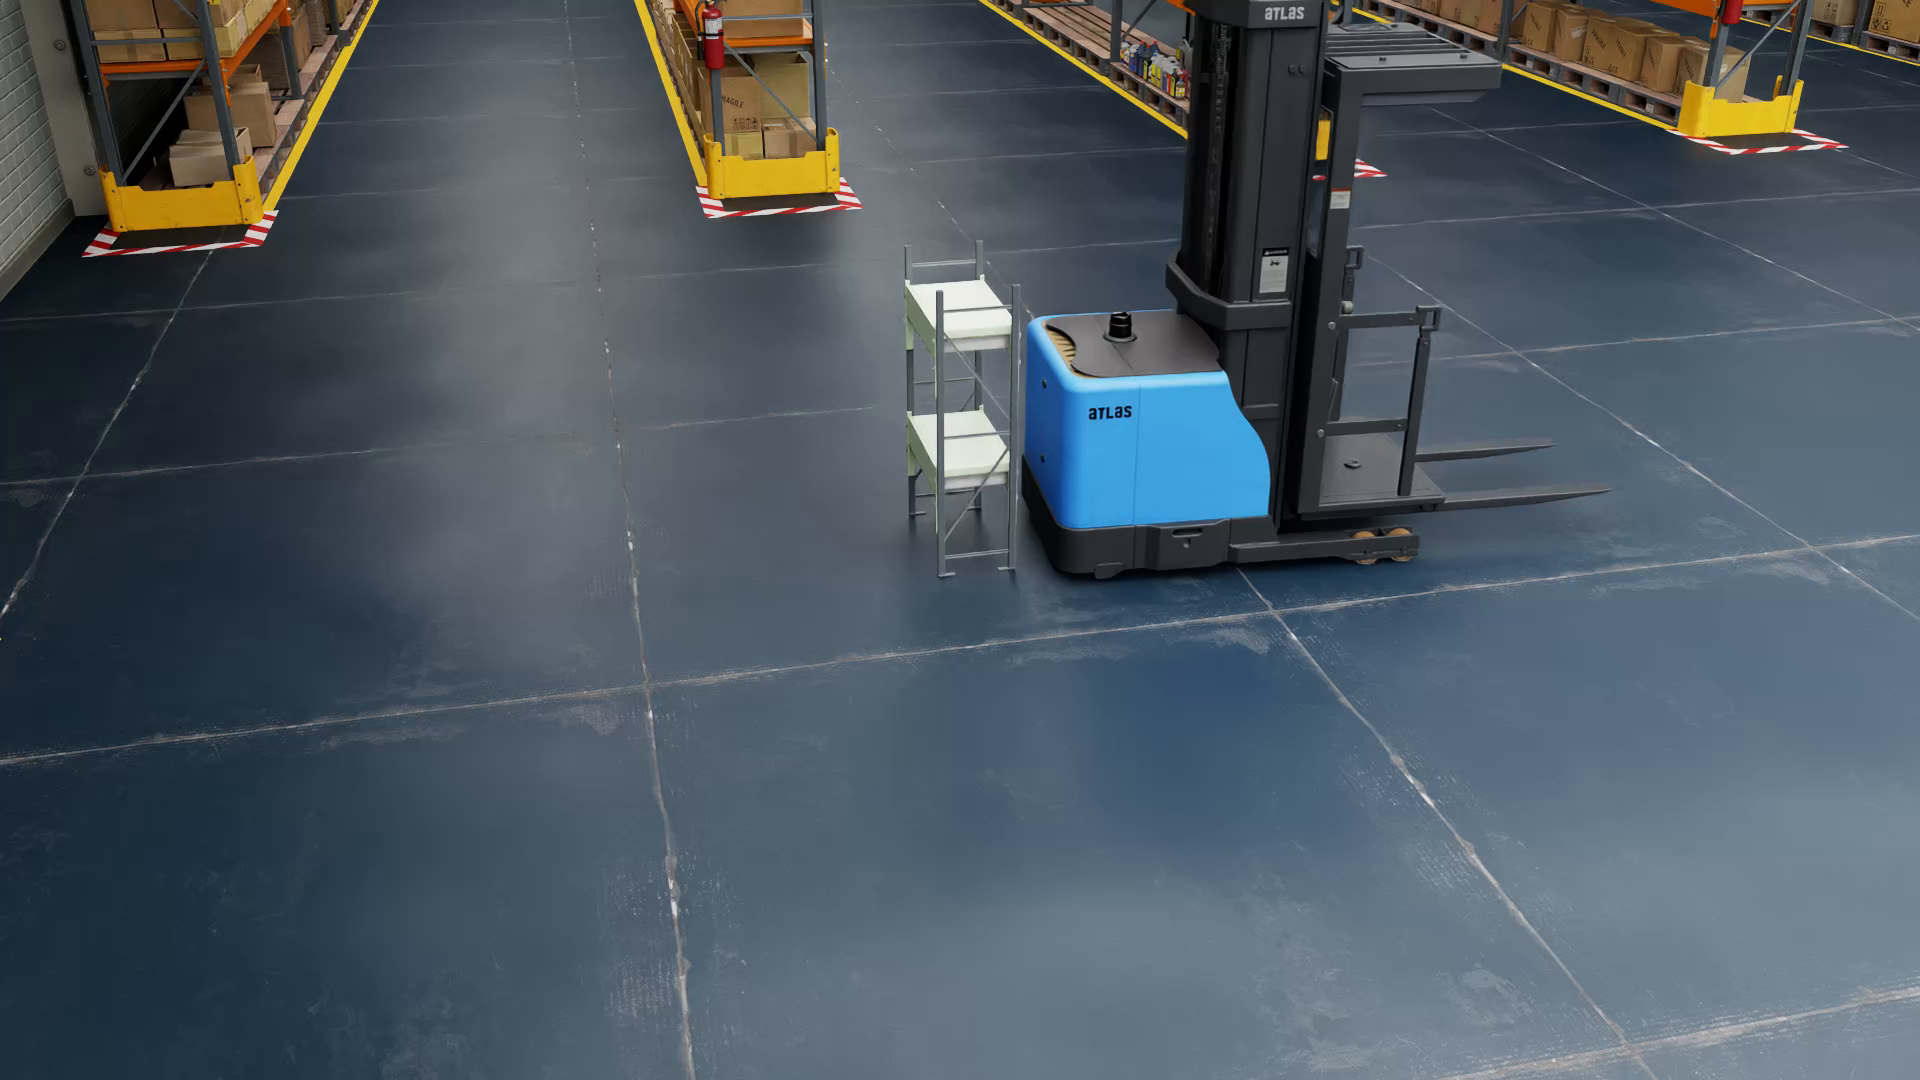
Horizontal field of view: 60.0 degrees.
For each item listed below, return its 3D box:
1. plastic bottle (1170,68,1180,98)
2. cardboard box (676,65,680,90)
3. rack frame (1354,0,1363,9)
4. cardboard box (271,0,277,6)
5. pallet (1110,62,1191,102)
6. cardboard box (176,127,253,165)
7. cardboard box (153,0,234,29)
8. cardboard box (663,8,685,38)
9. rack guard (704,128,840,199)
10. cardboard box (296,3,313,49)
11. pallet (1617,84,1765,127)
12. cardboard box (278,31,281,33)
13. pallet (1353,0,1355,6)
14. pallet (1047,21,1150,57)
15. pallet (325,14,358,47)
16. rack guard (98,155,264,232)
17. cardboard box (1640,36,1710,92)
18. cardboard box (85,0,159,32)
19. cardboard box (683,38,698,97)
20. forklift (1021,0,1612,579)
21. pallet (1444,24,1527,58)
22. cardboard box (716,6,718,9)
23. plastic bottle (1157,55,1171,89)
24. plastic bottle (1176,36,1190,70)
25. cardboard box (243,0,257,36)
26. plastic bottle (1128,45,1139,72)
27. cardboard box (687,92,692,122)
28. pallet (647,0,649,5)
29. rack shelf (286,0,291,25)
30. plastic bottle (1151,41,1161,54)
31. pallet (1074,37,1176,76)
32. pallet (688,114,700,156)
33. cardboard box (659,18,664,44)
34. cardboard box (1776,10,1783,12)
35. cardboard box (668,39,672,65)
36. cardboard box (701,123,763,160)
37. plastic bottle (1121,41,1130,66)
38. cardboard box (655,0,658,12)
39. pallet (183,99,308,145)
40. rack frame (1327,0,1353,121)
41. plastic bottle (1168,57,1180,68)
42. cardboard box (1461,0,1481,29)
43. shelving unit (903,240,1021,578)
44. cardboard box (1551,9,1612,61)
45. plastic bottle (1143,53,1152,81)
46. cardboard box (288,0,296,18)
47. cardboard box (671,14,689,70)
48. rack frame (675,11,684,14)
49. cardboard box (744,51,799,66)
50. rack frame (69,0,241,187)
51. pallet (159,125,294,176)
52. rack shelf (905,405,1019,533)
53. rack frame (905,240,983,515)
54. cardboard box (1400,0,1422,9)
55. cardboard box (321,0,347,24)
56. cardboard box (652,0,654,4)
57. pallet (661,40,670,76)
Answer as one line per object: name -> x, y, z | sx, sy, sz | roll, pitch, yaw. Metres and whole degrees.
plastic bottle -> 2.258, -4.797, 17.451 | 0.061, 0.283, 0.133 | -5, 27, -10
cardboard box -> -2.776, -4.982, 17.877 | 0.500, 0.250, 0.500 | -6, 27, -12
rack frame -> 6.166, -9.017, 23.285 | 1.000, 3.000, 0.127 | -6, 27, -12
cardboard box -> -6.904, -5.297, 16.060 | 0.500, 0.250, 0.500 | -6, 27, -11
pallet -> 2.352, -5.214, 18.845 | 1.003, 0.211, 1.213 | -6, 27, -12
cardboard box -> -6.706, -3.555, 14.960 | 0.500, 0.311, 0.500 | -4, 27, -7
cardboard box -> -6.324, -4.513, 13.673 | 0.500, 0.500, 0.500 | -6, 27, -12
cardboard box -> -3.189, -6.062, 19.395 | 0.500, 0.311, 0.500 | -6, 27, -12
rack guard -> -1.678, -3.374, 14.880 | 1.175, 0.500, 0.348 | -6, 27, -12
cardboard box -> -8.096, -6.039, 19.673 | 0.700, 0.500, 0.500 | -6, 27, -12
pallet -> 7.803, -4.653, 17.735 | 1.003, 0.211, 1.213 | -6, 27, -12
cardboard box -> -7.758, -5.375, 18.357 | 0.700, 0.500, 0.500 | -6, 27, -13
pallet -> 6.062, -8.126, 24.614 | 1.003, 0.211, 1.213 | -6, 27, -12
pallet -> 1.748, -6.390, 21.176 | 1.003, 0.211, 1.213 | -6, 27, -12
pallet -> -8.416, -6.617, 21.625 | 1.003, 0.211, 1.213 | -6, 27, -12
rack guard -> -6.526, -2.913, 13.967 | 1.175, 0.500, 0.348 | -6, 27, -12
cardboard box -> 7.676, -5.111, 17.855 | 0.500, 0.500, 0.500 | 1, 27, 2
cardboard box -> -6.822, -4.458, 13.565 | 0.500, 0.500, 0.500 | -6, 27, -12
cardboard box -> -2.445, -4.657, 16.402 | 0.500, 0.500, 0.500 | -6, 27, -12
forklift -> 1.900, -1.414, 8.299 | 3.031, 2.935, 1.130 | -4, 27, -8
pallet -> 6.890, -6.357, 21.111 | 1.003, 0.211, 1.213 | -6, 27, -12
cardboard box -> -1.899, -4.981, 15.179 | 0.700, 0.500, 0.500 | -5, 27, -10
plastic bottle -> 2.200, -5.024, 17.826 | 0.144, 0.351, 0.185 | -5, 27, -9
plastic bottle -> 2.527, -5.503, 18.776 | 0.144, 0.351, 0.185 | -6, 27, -12
cardboard box -> -6.550, -4.635, 14.748 | 0.500, 0.250, 0.500 | -6, 27, -12
plastic bottle -> 1.986, -5.415, 18.683 | 0.152, 0.276, 0.135 | -5, 27, -10
cardboard box -> -2.442, -4.323, 16.571 | 0.500, 0.250, 0.500 | -6, 27, -12
pallet -> -4.168, -8.170, 24.703 | 1.003, 0.211, 1.213 | -6, 27, -12
rack shelf -> -7.861, -6.309, 18.718 | 1.077, 0.370, 4.000 | -6, 27, -12
plastic bottle -> 2.160, -5.390, 18.551 | 0.144, 0.351, 0.185 | -6, 27, -12
pallet -> 2.027, -5.854, 20.113 | 1.003, 0.211, 1.213 | -6, 27, -12
pallet -> -2.168, -4.122, 16.681 | 1.003, 0.211, 1.213 | -6, 27, -12
cardboard box -> -3.417, -6.264, 20.418 | 0.500, 0.250, 0.500 | -7, 28, -13
cardboard box -> 11.481, -7.590, 22.490 | 1.050, 0.750, 0.750 | -6, 27, -12
cardboard box -> -3.073, -5.591, 19.084 | 0.500, 0.250, 0.500 | -6, 27, -12
cardboard box -> -2.092, -3.666, 15.269 | 0.500, 0.250, 0.500 | -6, 27, -12
plastic bottle -> 1.886, -5.552, 18.960 | 0.097, 0.271, 0.097 | 0, 27, 0
cardboard box -> -3.528, -6.733, 20.724 | 0.500, 0.311, 0.500 | -7, 28, -13
pallet -> -7.225, -4.216, 16.868 | 1.003, 0.211, 1.213 | -6, 27, -12
rack frame -> 3.143, -5.002, 15.331 | 1.000, 3.000, 0.127 | -6, 27, -12
plastic bottle -> 2.296, -5.098, 18.056 | 0.152, 0.276, 0.135 | -6, 27, -12
cardboard box -> 6.861, -6.824, 21.227 | 0.700, 0.500, 0.500 | -6, 27, -12
shelving unit -> 0.002, -0.667, 8.406 | 0.431, 1.500, 0.755 | -6, 27, -12
cardboard box -> 7.255, -5.902, 19.422 | 0.500, 0.500, 0.500 | 2, 27, 5
plastic bottle -> 2.058, -5.185, 18.221 | 0.061, 0.283, 0.133 | -5, 27, -9
cardboard box -> -7.911, -6.130, 19.020 | 0.500, 0.250, 0.500 | -6, 27, -12
cardboard box -> -2.786, -5.316, 17.706 | 0.500, 0.500, 0.500 | -6, 27, -12
rack frame -> -2.585, -6.256, 17.816 | 1.000, 3.000, 0.127 | -6, 27, -12
cardboard box -> -1.828, -4.491, 16.071 | 0.500, 0.500, 0.500 | -6, 27, -12
rack frame -> -6.509, -3.996, 13.337 | 1.000, 3.000, 0.127 | -6, 27, -12
pallet -> -6.946, -3.679, 15.805 | 1.003, 0.211, 1.213 | -6, 27, -12
rack shelf -> 0.002, -0.376, 8.553 | 0.431, 0.370, 0.720 | -6, 27, -12
rack frame -> -0.081, -0.827, 8.725 | 0.400, 1.500, 0.023 | -6, 27, -12
cardboard box -> 6.474, -7.563, 22.691 | 0.700, 0.500, 0.500 | -8, 28, -16
cardboard box -> -8.350, -7.072, 21.351 | 0.750, 0.750, 0.750 | -6, 27, -12
cardboard box -> -3.926, -7.480, 22.526 | 0.500, 0.500, 0.500 | -5, 27, -10
pallet -> -3.068, -5.868, 20.141 | 1.003, 0.211, 1.213 | -6, 27, -12
